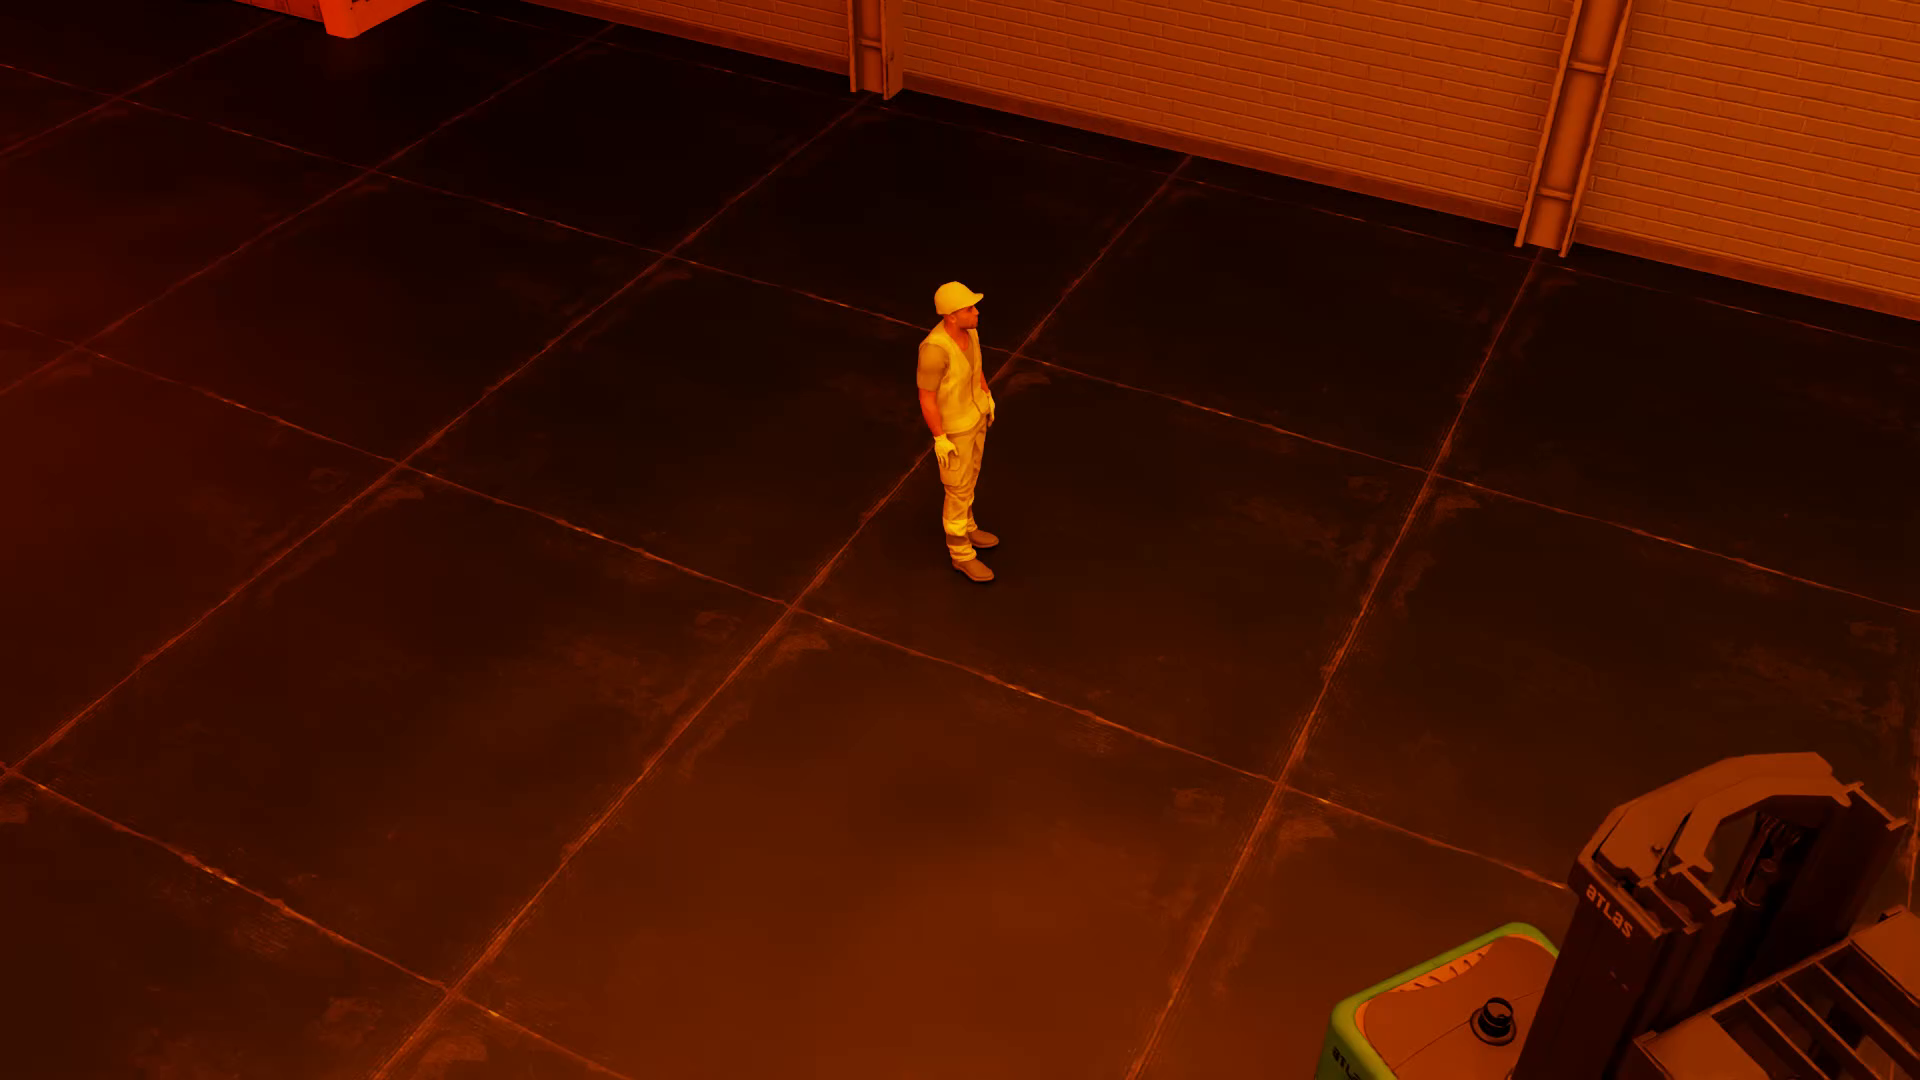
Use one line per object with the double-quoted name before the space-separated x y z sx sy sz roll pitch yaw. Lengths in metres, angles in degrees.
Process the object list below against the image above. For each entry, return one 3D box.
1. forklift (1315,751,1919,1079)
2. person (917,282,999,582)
"forklift" 2.528 2.224 5.345 1.130 2.935 3.031 -18 43 -20
"person" 0.065 -0.659 9.644 0.564 1.787 0.637 18 43 21
